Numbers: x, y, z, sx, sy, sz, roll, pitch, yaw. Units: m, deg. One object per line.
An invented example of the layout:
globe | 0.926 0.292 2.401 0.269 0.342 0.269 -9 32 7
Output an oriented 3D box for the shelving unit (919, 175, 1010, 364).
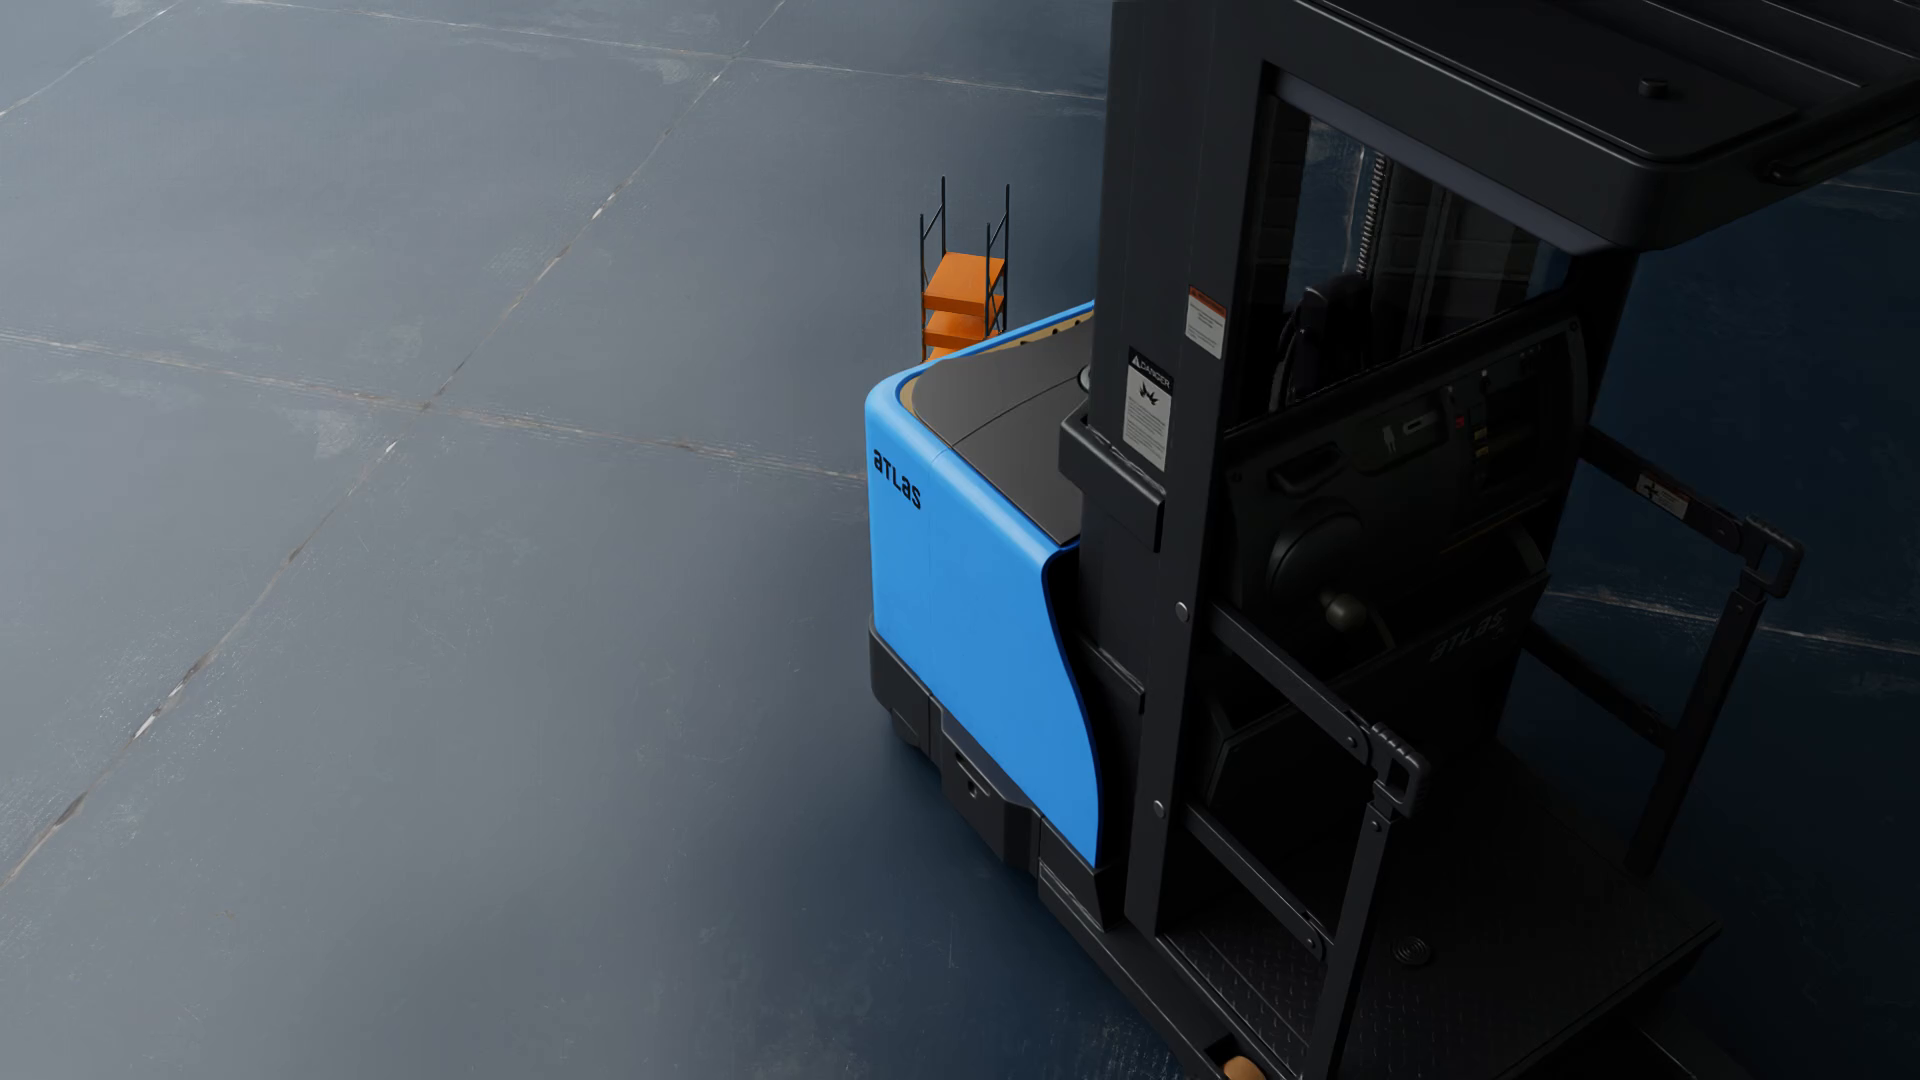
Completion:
shelving unit | 0.014 -0.457 4.861 0.189 1.200 0.258 10 41 11

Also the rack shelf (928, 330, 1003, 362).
rack shelf | 0.014 -0.515 4.813 0.180 0.103 0.258 10 41 11

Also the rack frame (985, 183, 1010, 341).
rack frame | 0.102 -0.442 4.843 0.006 1.200 0.240 10 41 11

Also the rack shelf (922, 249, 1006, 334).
rack shelf | 0.014 -0.699 4.658 0.180 0.103 0.258 10 41 11

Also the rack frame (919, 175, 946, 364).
rack frame | -0.074 -0.472 4.879 0.006 1.200 0.240 10 41 11

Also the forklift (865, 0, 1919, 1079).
forklift | 0.989 -0.062 3.044 1.130 2.935 3.031 -23 45 -25

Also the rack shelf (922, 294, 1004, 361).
rack shelf | 0.014 -0.607 4.735 0.180 0.103 0.258 10 41 11
